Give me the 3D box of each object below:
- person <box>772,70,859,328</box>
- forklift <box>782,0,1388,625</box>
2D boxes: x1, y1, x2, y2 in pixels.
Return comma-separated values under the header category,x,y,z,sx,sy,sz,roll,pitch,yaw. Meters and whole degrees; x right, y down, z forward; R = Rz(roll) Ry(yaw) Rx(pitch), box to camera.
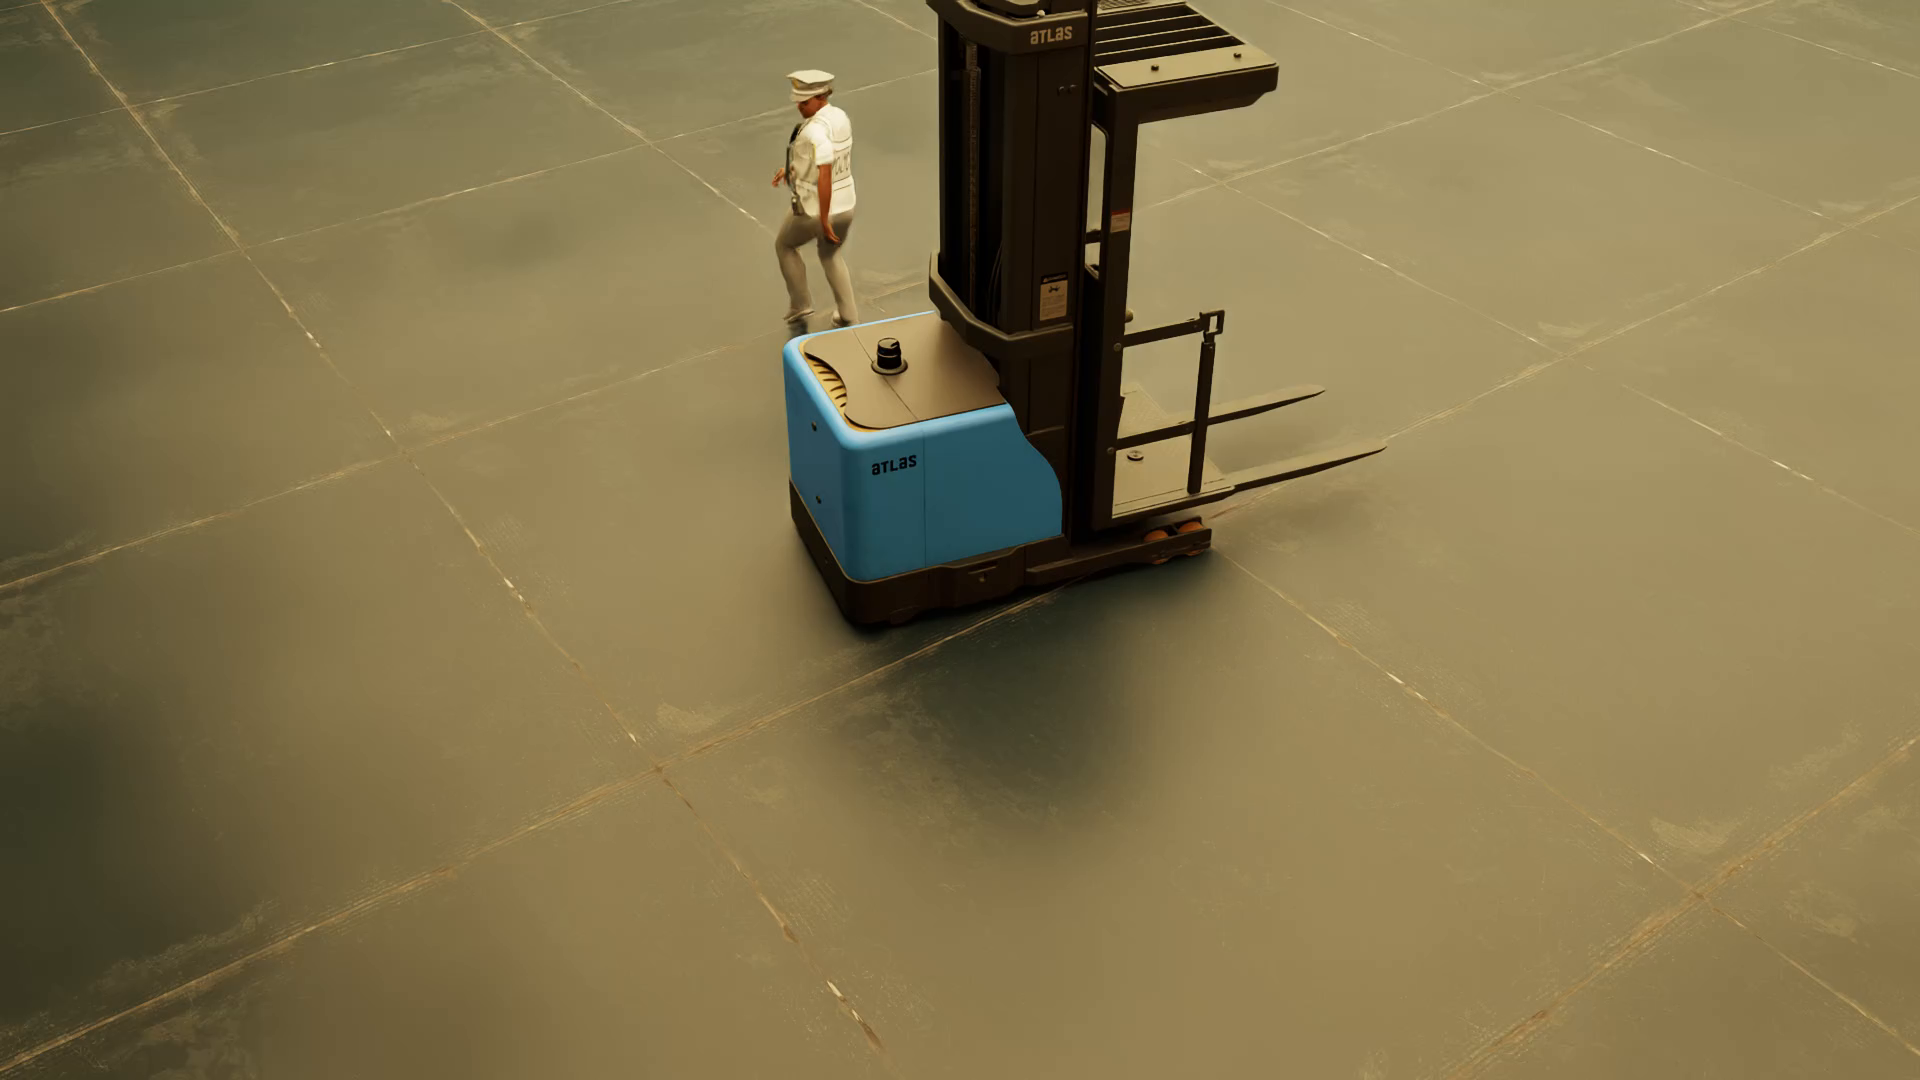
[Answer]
category,x,y,z,sx,sy,sz,roll,pitch,yaw
person,-0.807,-1.922,9.719,0.744,1.662,0.542,29,45,33
forklift,0.711,-1.336,7.752,3.031,2.935,1.130,-14,39,-18
